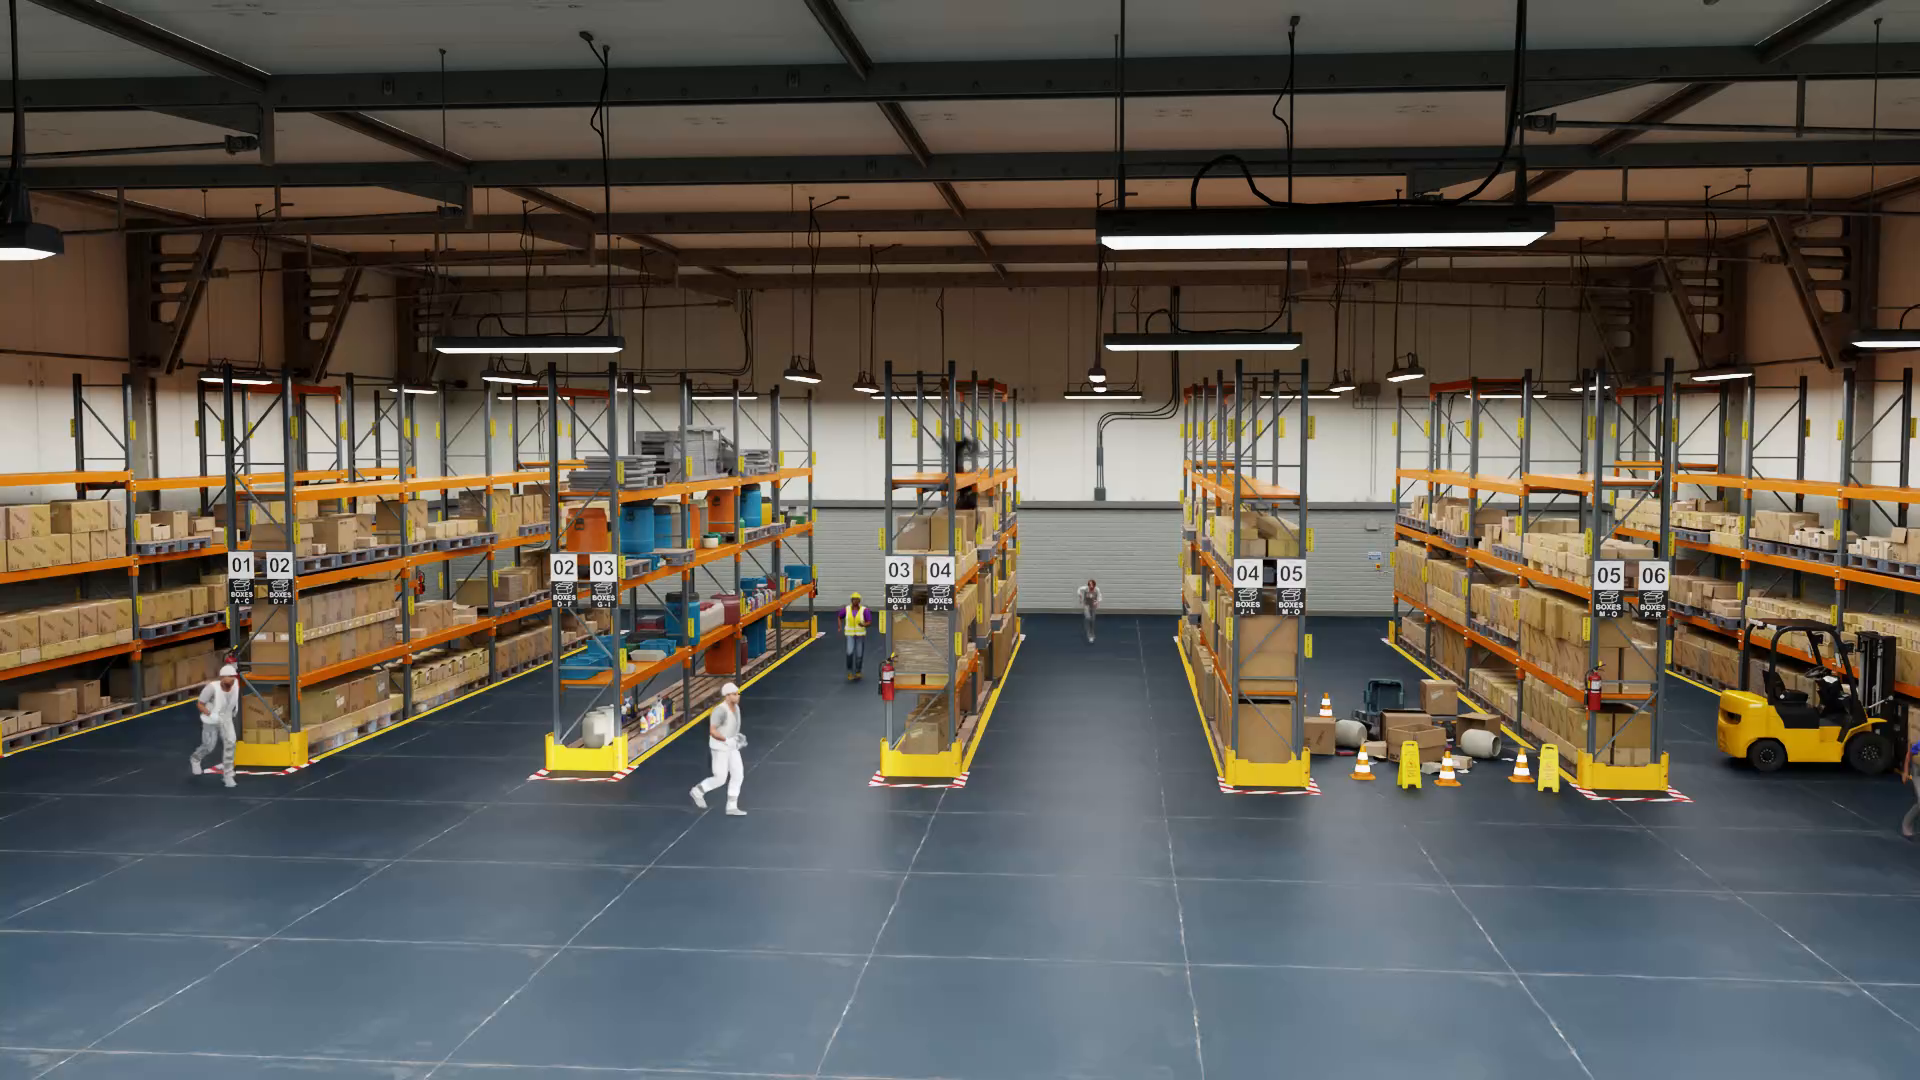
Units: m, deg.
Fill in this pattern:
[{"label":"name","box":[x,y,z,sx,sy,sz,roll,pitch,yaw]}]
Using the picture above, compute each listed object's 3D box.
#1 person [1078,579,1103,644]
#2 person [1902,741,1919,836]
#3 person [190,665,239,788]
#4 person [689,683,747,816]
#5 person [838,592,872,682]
[{"label":"person","box":[3.094,1.688,39.527,0.574,1.507,0.909,0,4,2]},{"label":"person","box":[11.649,2.920,20.017,0.586,1.487,1.033,1,4,12]},{"label":"person","box":[-10.598,2.615,23.616,1.040,1.734,0.714,2,4,30]},{"label":"person","box":[-3.143,2.712,21.662,0.842,1.740,0.662,2,4,27]},{"label":"person","box":[-2.101,1.941,33.209,0.683,1.789,0.723,0,4,-4]}]
